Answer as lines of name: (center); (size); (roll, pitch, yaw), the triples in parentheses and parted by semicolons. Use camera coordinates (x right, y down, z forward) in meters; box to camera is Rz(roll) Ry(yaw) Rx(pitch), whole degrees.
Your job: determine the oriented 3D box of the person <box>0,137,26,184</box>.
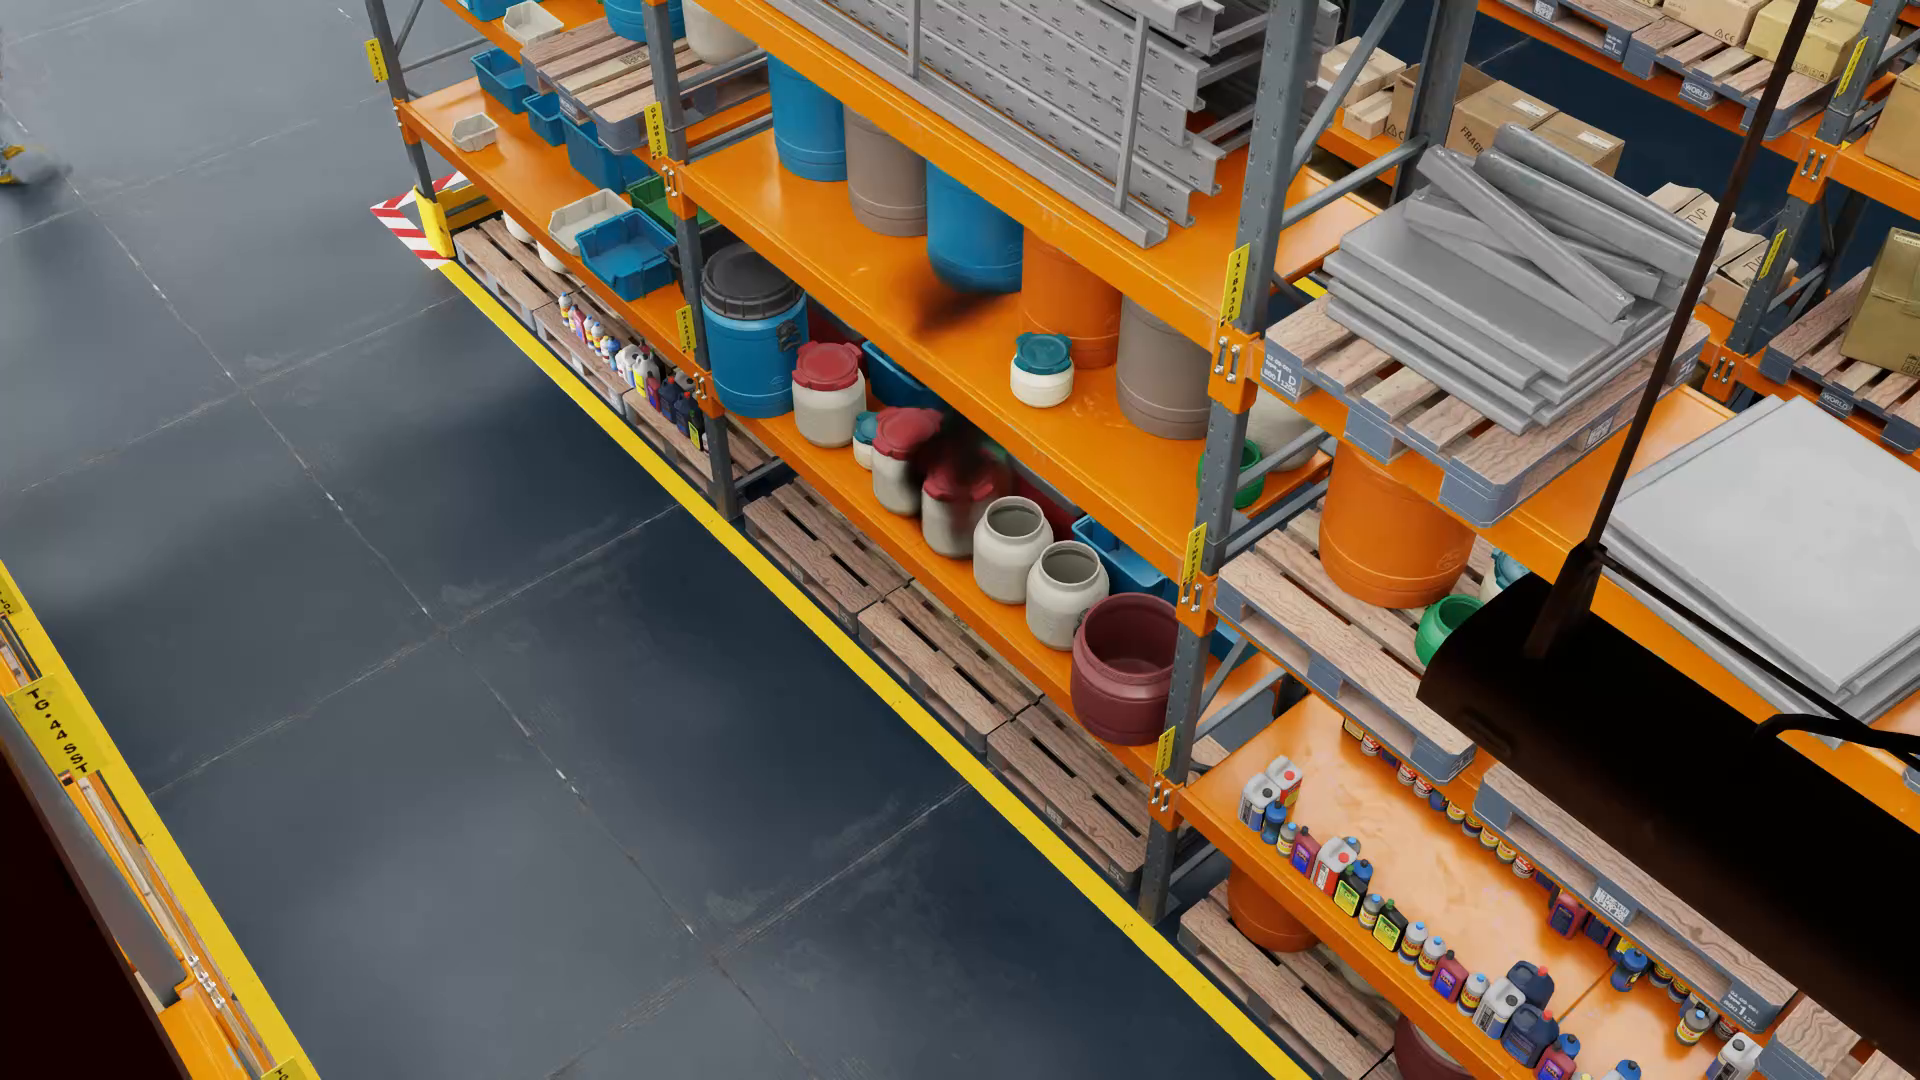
person: (-8.119, -3.572, 13.194); (0.628, 1.718, 0.719); (12, 48, 12)
